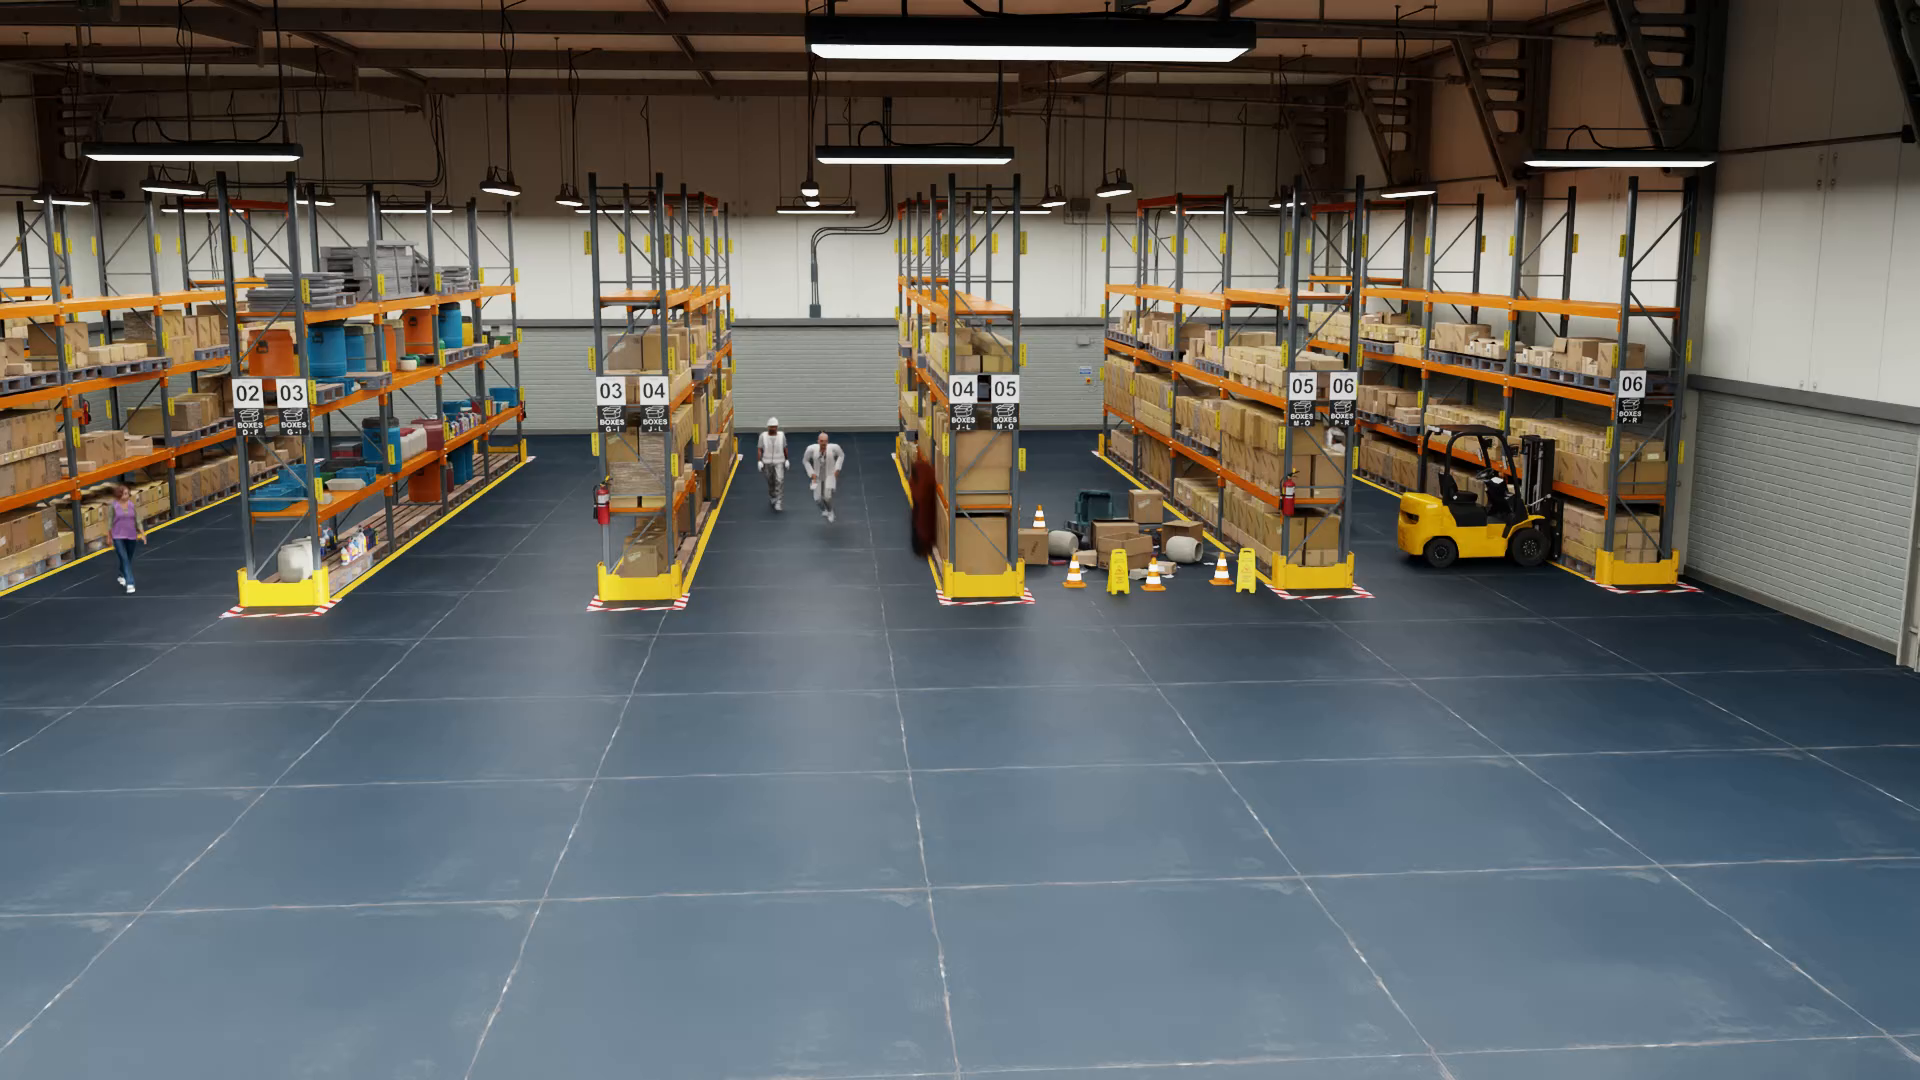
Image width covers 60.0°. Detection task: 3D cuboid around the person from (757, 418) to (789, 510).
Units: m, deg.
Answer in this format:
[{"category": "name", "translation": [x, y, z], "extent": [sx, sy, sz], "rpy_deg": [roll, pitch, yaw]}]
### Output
[{"category": "person", "translation": [-3.616, -1.487, 31.959], "extent": [0.569, 1.720, 0.995], "rpy_deg": [1, 10, 4]}]

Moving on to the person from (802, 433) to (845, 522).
[{"category": "person", "translation": [-2.401, -1.046, 29.340], "extent": [0.715, 1.520, 0.736], "rpy_deg": [1, 10, 7]}]

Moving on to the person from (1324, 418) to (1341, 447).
[{"category": "person", "translation": [7.587, -1.705, 33.840], "extent": [0.446, 1.598, 0.372], "rpy_deg": [-8, 13, -39]}]

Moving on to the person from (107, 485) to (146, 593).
[{"category": "person", "translation": [-12.223, -0.044, 24.379], "extent": [0.479, 1.536, 0.979], "rpy_deg": [-9, 13, -41]}]

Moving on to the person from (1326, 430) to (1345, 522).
[{"category": "person", "translation": [6.884, -1.149, 30.447], "extent": [0.519, 1.707, 0.367], "rpy_deg": [-6, 12, -30]}]
